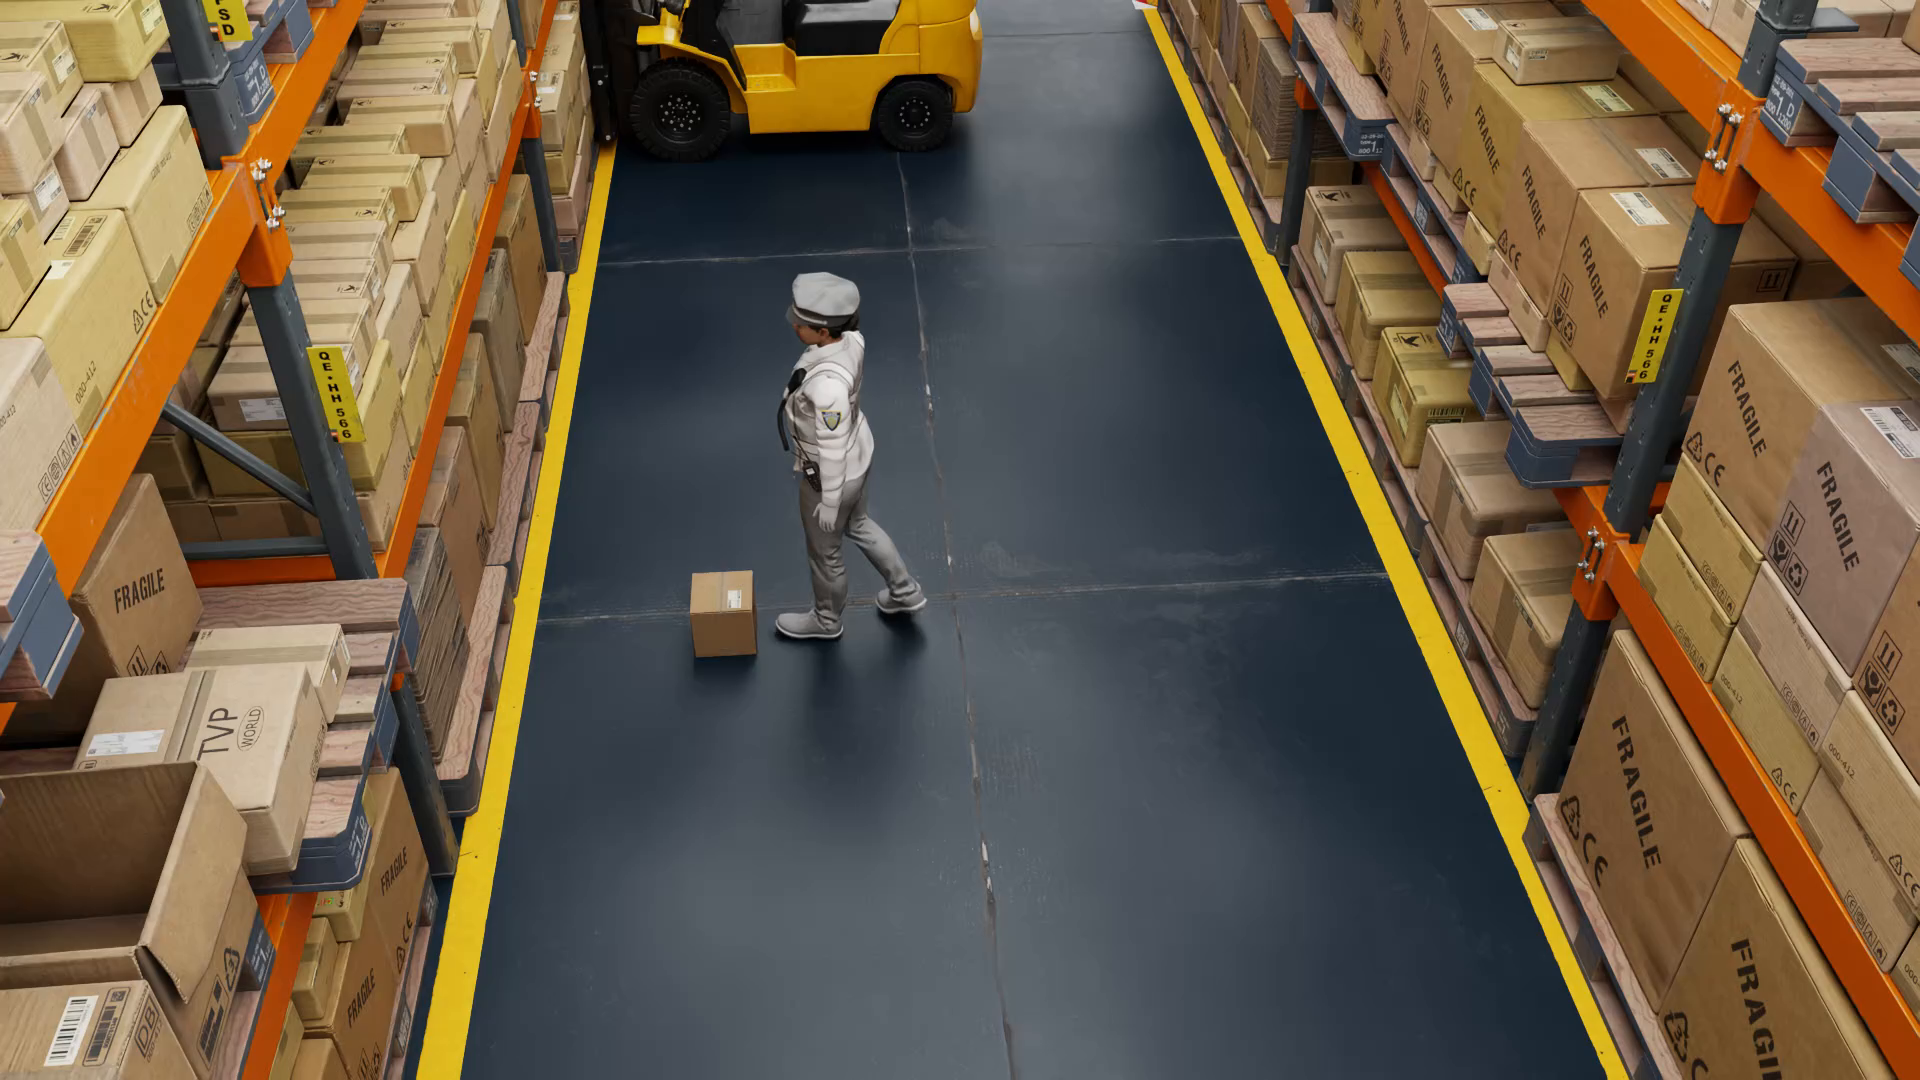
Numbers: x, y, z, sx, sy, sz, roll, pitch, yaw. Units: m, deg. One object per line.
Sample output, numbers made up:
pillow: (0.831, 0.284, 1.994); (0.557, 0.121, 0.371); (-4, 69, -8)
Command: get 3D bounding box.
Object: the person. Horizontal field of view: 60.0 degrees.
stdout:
person: (-0.457, -0.277, 6.462); (0.628, 1.668, 0.500); (6, 40, 8)
